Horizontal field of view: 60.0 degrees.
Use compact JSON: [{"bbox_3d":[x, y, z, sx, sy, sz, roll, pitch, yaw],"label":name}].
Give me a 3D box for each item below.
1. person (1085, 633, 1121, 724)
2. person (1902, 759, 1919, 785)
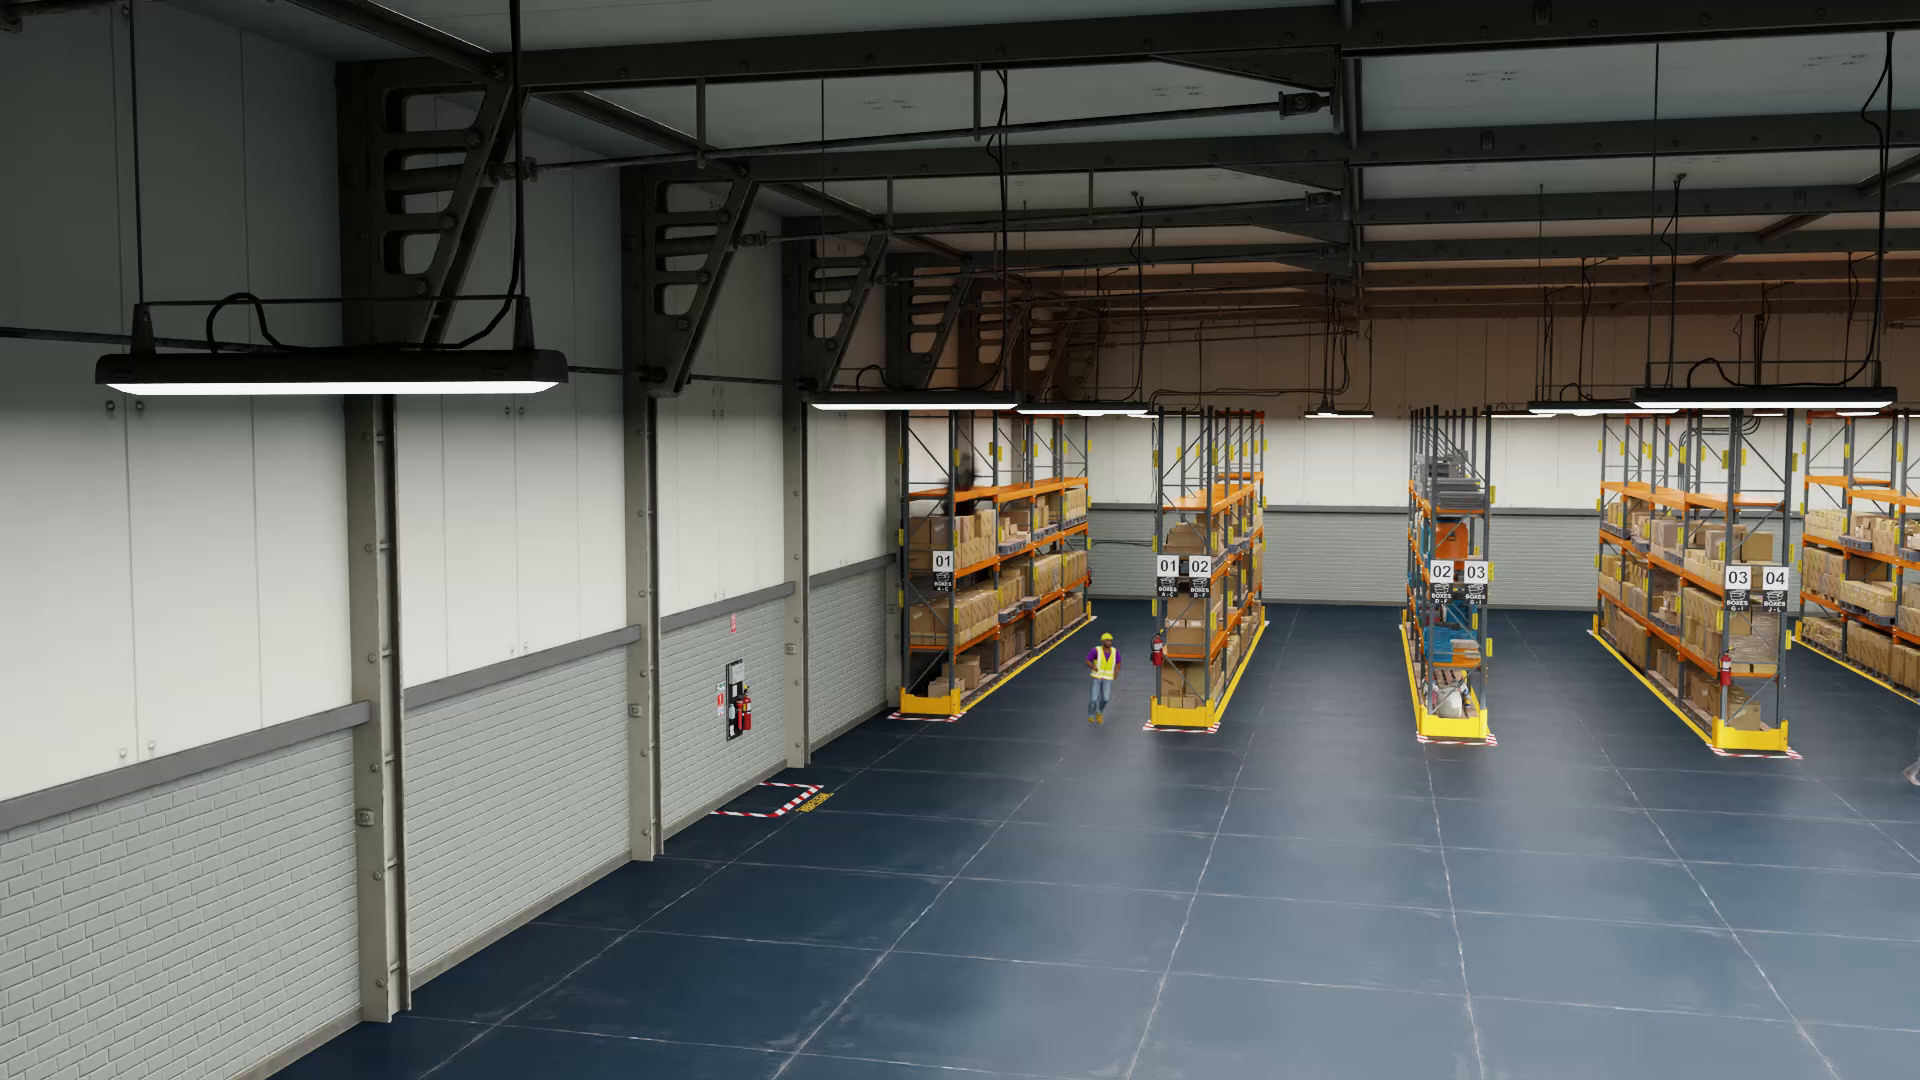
[{"bbox_3d":[2.697,2.597,31.143,0.703,1.707,0.598,0,4,-2],"label":"person"},{"bbox_3d":[15.137,3.055,25.730,0.552,1.673,0.914,-4,6,-42],"label":"person"}]
